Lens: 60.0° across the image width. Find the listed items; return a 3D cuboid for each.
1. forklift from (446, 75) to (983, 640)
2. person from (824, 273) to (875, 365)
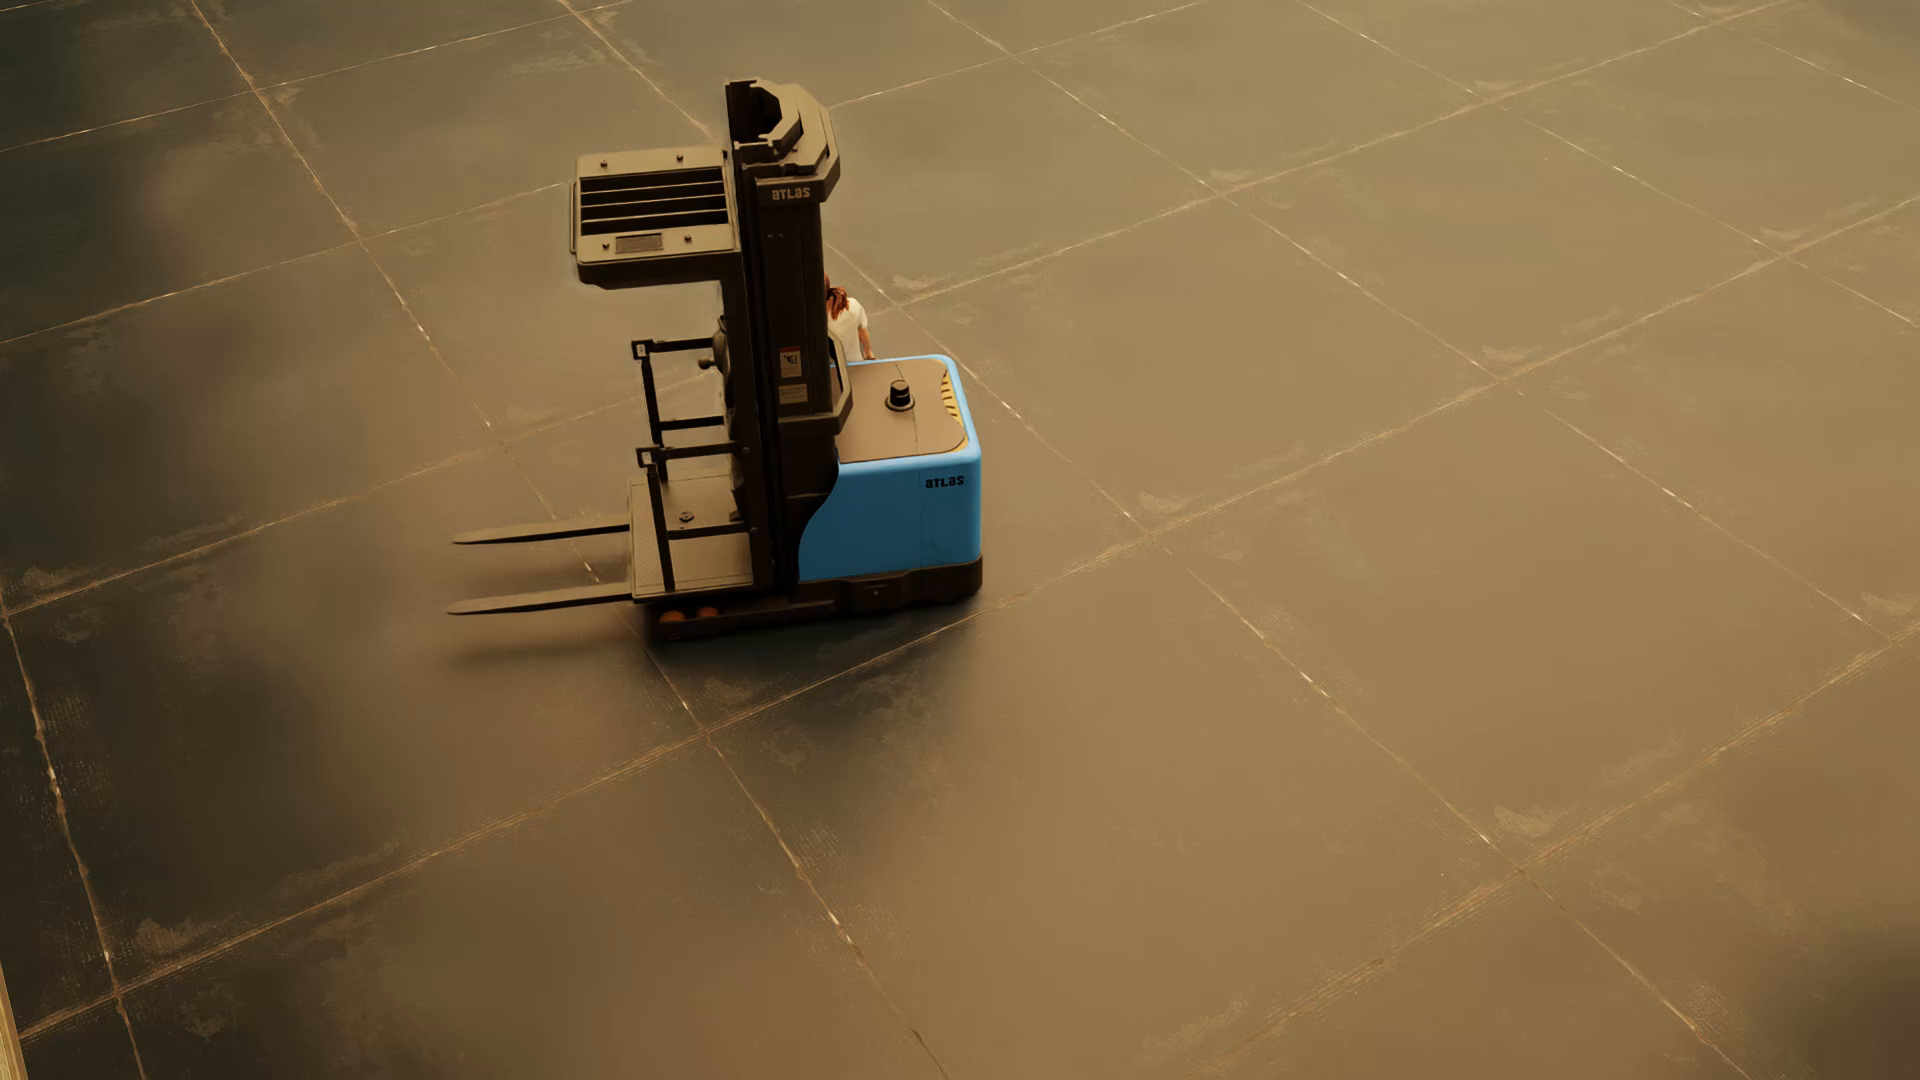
[{"bbox_3d":[-1.435,-0.914,8.917,3.031,2.935,1.130,-7,42,-7],"label":"forklift"},{"bbox_3d":[-0.893,-1.003,10.059,0.972,1.598,0.745,24,46,25],"label":"person"}]
